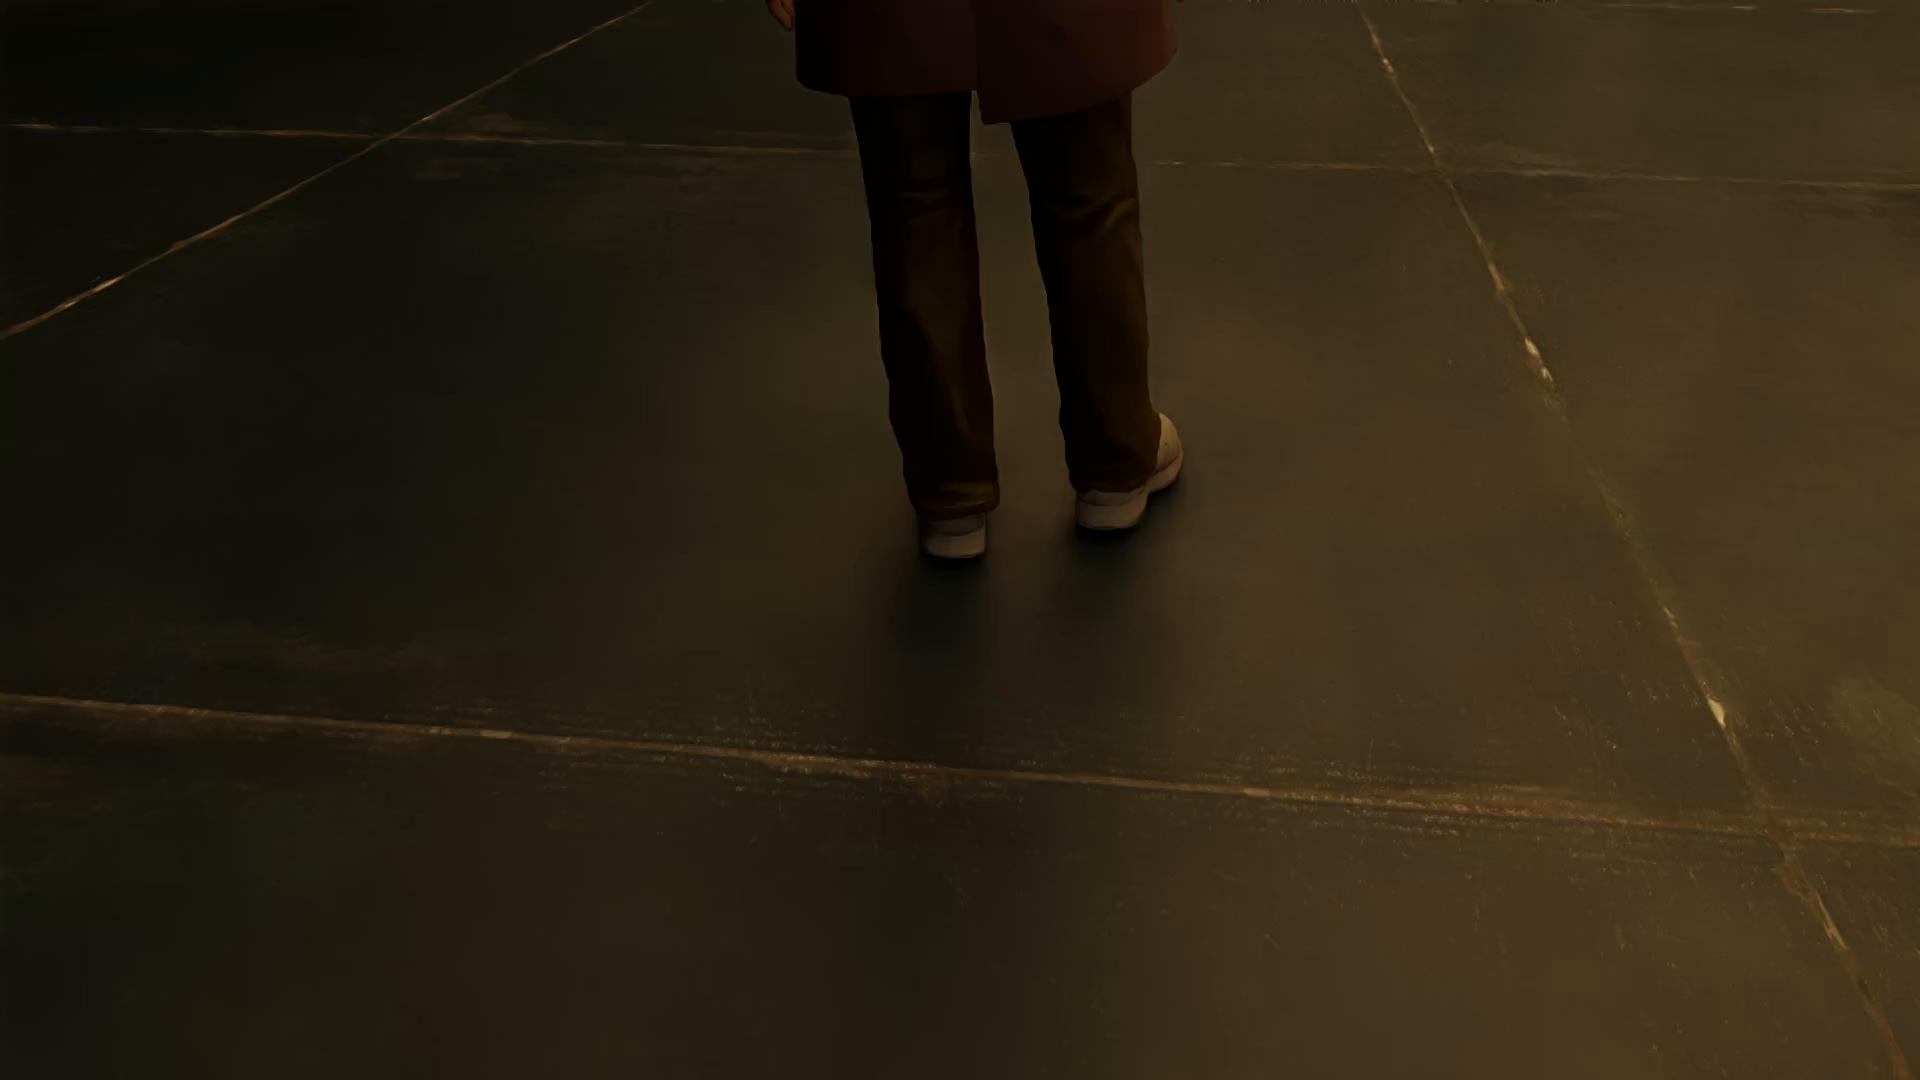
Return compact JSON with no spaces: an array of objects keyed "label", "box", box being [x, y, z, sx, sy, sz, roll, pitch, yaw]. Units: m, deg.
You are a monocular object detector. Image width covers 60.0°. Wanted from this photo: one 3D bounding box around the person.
[{"label":"person","box":[0.017,-0.842,2.180,0.694,1.776,0.580,3,27,7]}]
